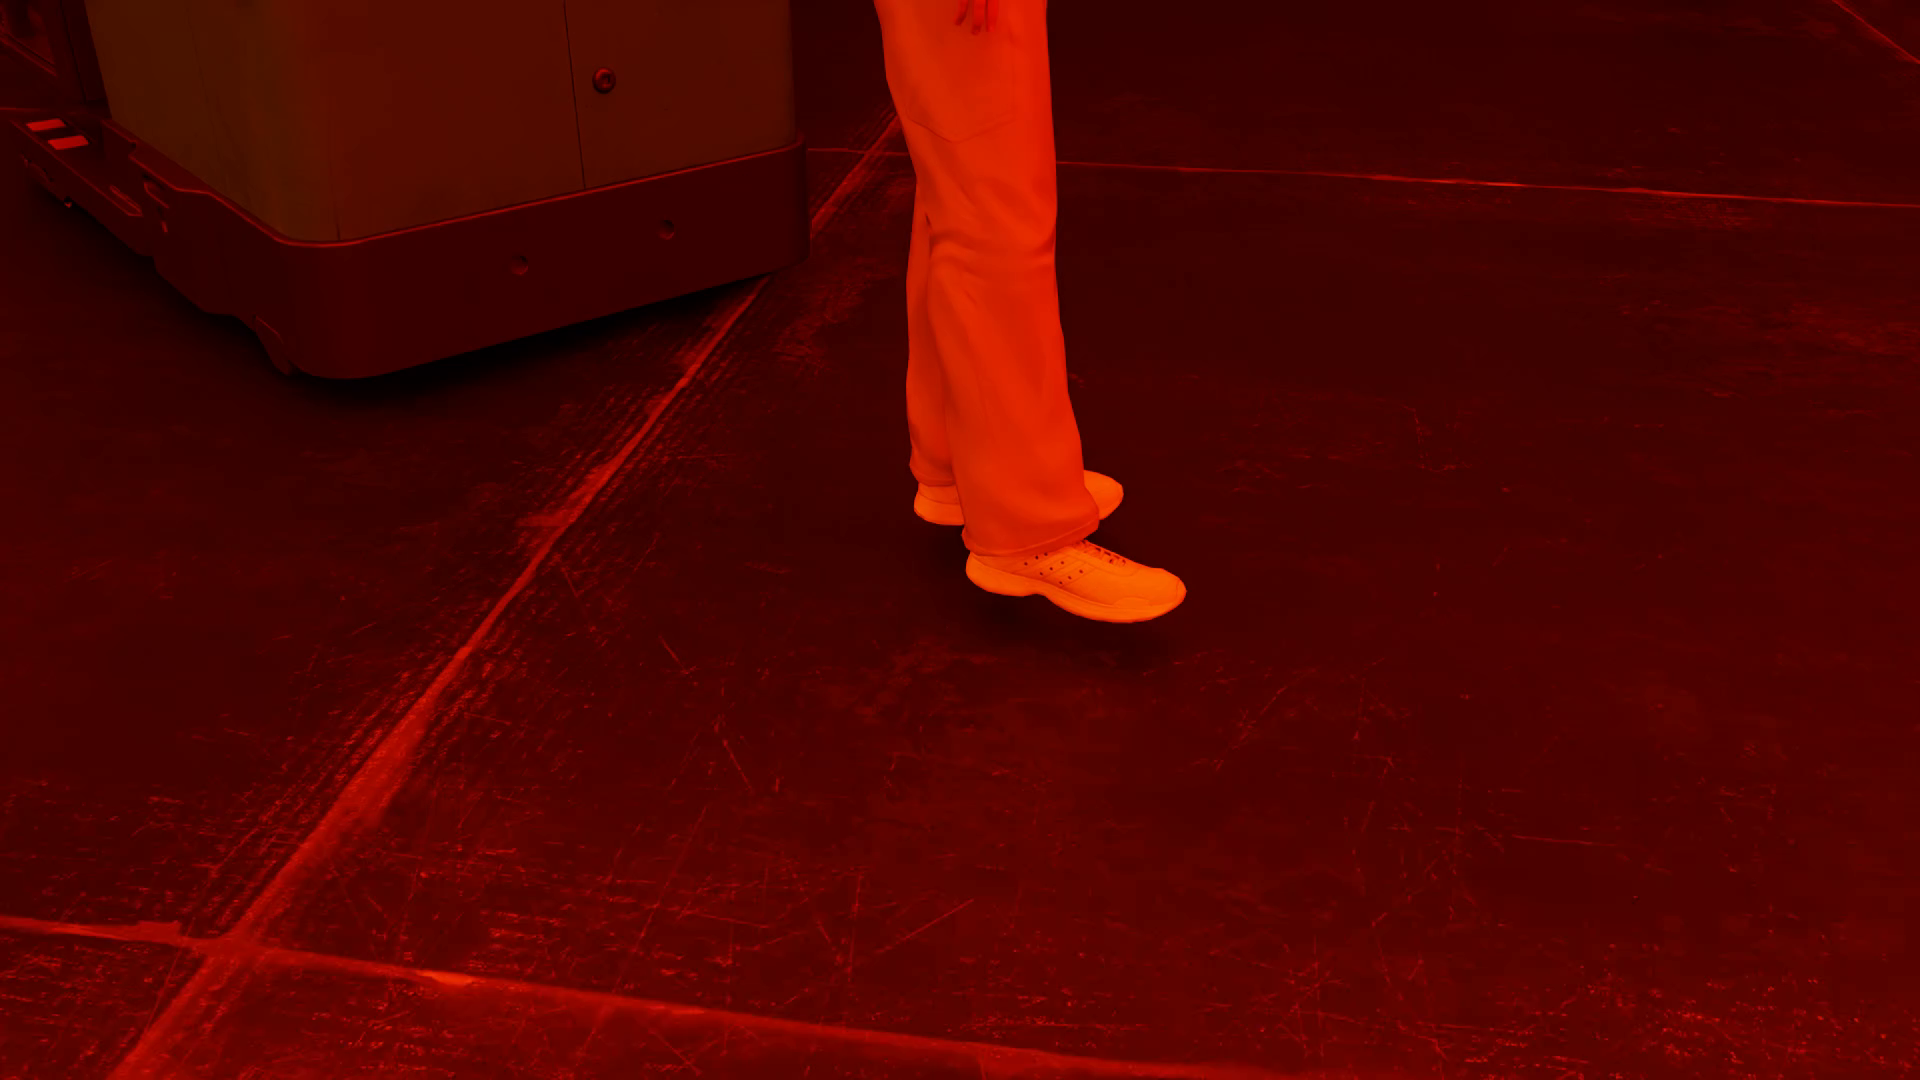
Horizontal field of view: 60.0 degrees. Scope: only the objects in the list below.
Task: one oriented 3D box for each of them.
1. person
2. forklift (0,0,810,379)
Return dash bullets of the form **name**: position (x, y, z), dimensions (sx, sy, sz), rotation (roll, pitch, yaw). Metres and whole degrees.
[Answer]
- **person**: position (0.069, -0.752, 2.053), dimensions (0.549, 1.654, 0.549), rotation (5, 29, 9)
- **forklift**: position (-1.636, -2.198, 3.443), dimensions (1.130, 2.935, 3.031), rotation (-22, 36, -34)
